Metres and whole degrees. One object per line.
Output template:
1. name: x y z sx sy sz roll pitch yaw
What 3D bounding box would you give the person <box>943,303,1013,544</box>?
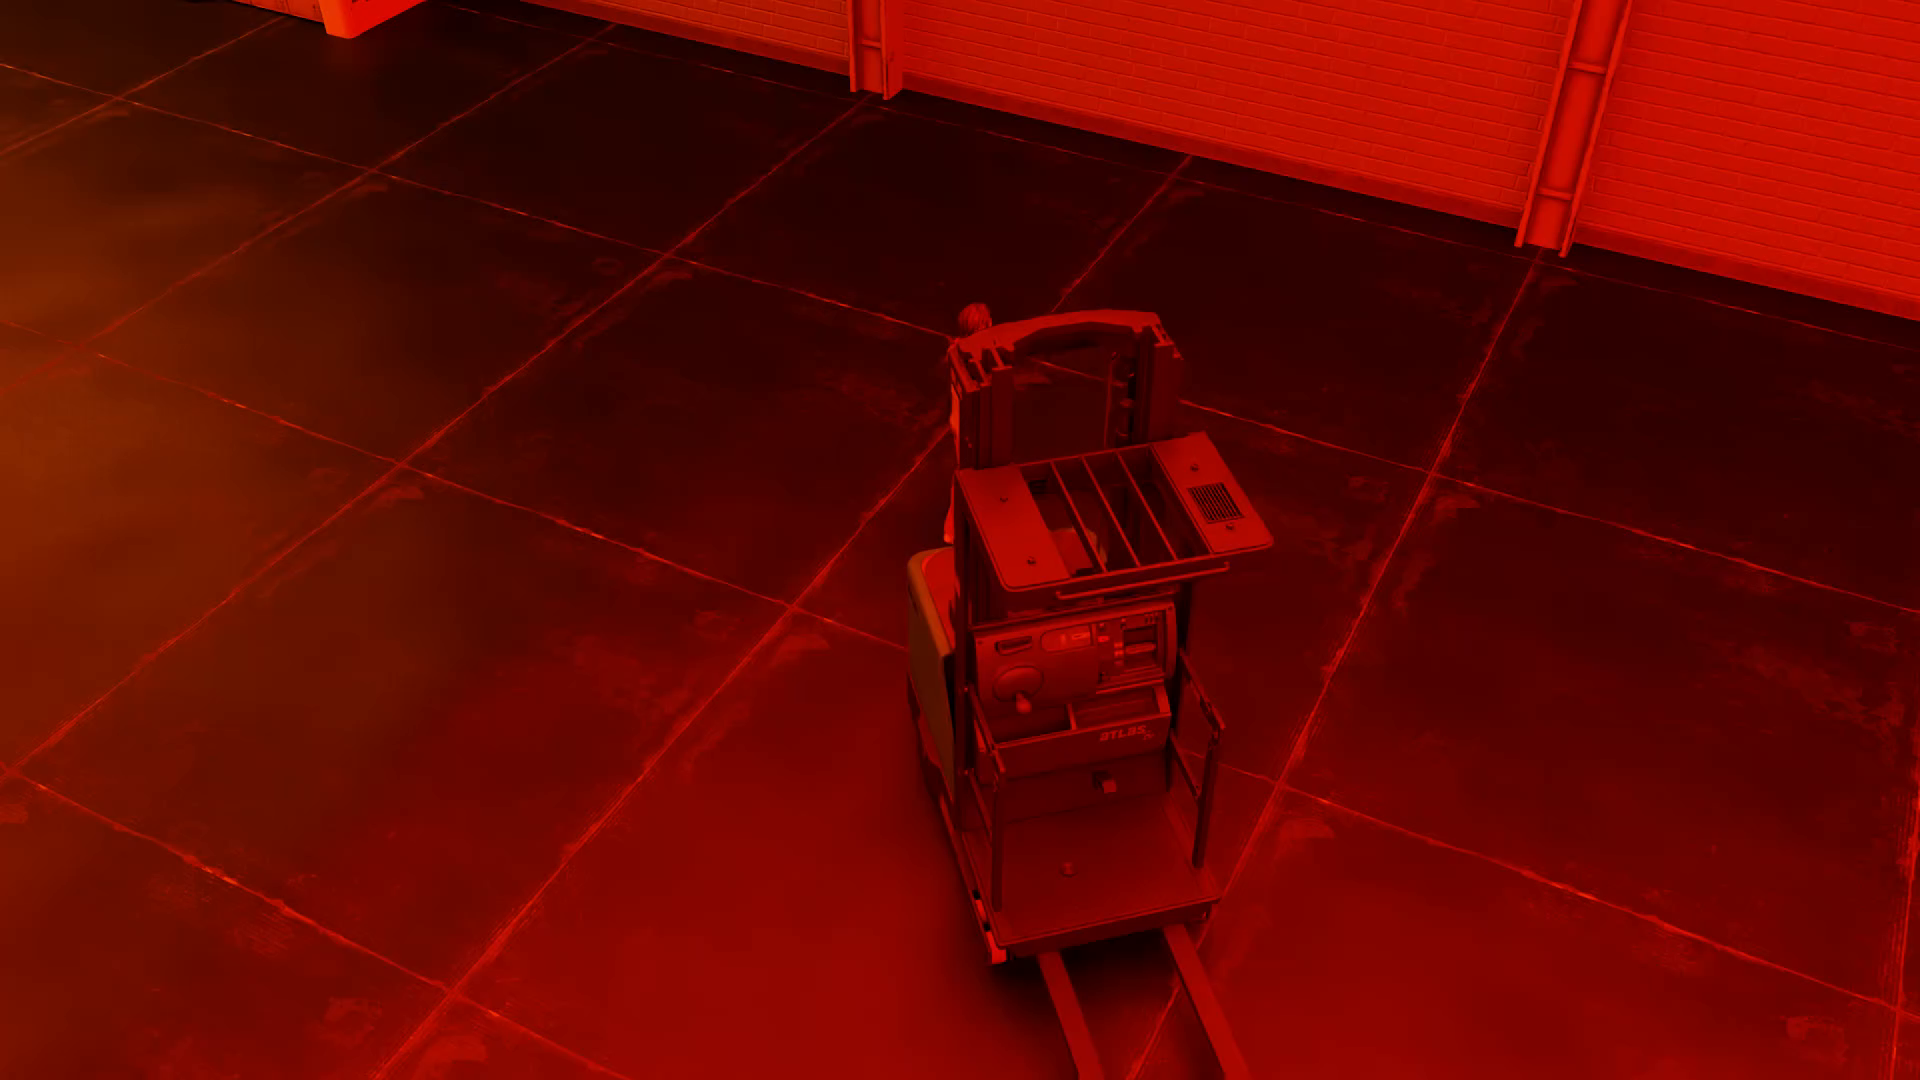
1. person: 0.137 -0.659 9.766 0.488 1.655 0.616 -15 42 -17

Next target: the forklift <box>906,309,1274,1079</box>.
1. forklift: 0.578 0.606 7.267 1.130 2.935 3.031 -10 41 -11
